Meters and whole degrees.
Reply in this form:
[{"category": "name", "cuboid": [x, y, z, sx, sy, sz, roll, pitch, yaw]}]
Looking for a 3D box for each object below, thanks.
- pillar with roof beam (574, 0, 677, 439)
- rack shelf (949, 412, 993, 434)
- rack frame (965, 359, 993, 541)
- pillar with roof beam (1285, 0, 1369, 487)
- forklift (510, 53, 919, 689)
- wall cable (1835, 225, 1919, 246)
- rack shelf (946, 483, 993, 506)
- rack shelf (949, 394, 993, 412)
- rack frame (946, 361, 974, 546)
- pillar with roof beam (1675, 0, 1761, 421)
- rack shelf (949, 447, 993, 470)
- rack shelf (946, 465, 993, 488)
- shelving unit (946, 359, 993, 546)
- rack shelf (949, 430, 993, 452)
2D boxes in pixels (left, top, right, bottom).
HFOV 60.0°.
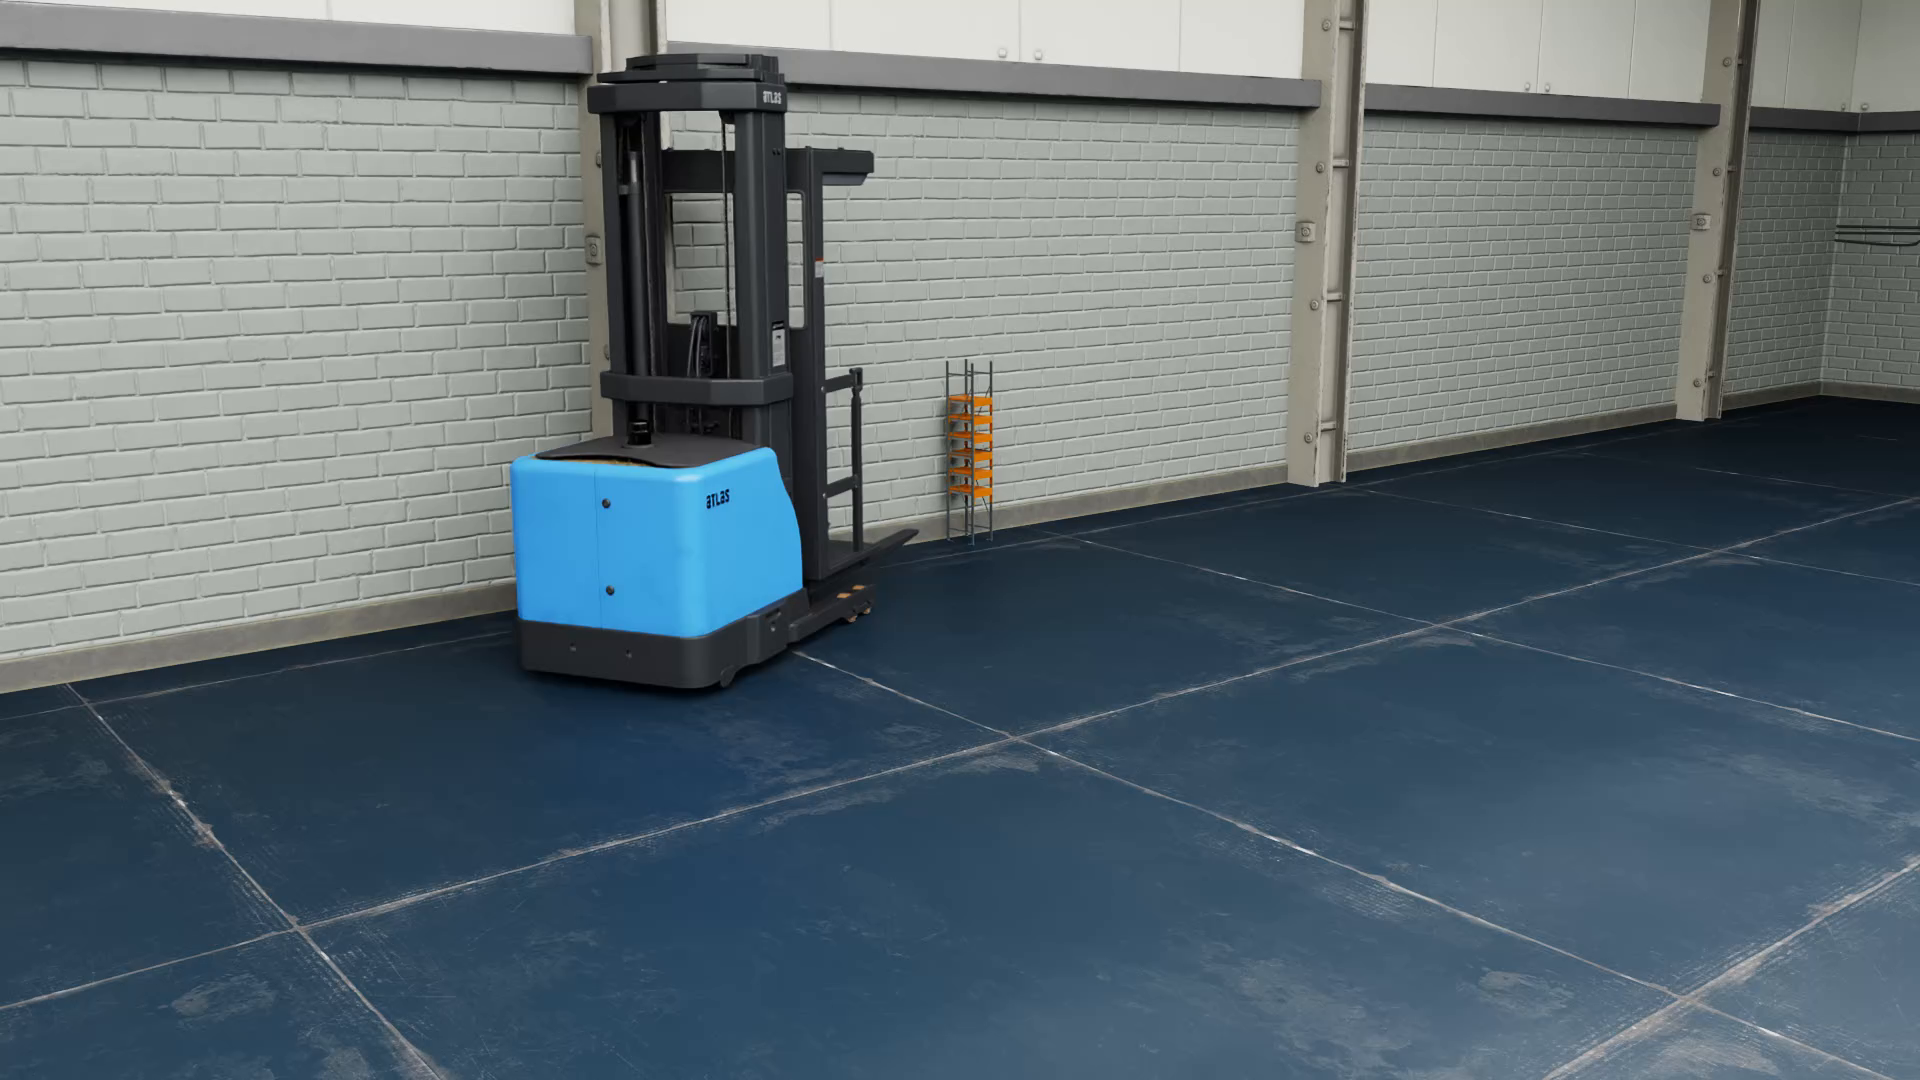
[{"category": "pillar with roof beam", "cuboid": [0.852, -3.393, 5.441, 0.400, 9.000, 9.100, -9, 15, -38]}, {"category": "rack shelf", "cuboid": [0.061, -0.772, 10.933, 0.258, 0.103, 0.180, 10, 16, 41]}, {"category": "rack frame", "cuboid": [0.124, -0.595, 11.040, 0.240, 1.200, 0.006, 10, 16, 41]}, {"category": "pillar with roof beam", "cuboid": [5.537, -4.171, 9.108, 0.400, 9.000, 9.100, -9, 15, -38]}, {"category": "forklift", "cuboid": [-1.114, -1.010, 8.829, 1.130, 2.935, 3.031, 5, 13, 21]}, {"category": "wall cable", "cuboid": [10.659, -4.297, 17.175, 0.112, 2.526, 3.097, -9, 15, -38]}, {"category": "rack shelf", "cuboid": [0.063, -0.303, 11.032, 0.258, 0.103, 0.180, 10, 16, 41]}, {"category": "rack shelf", "cuboid": [0.061, -0.890, 10.908, 0.258, 0.103, 0.180, 10, 16, 41]}, {"category": "rack frame", "cuboid": [0.000, -0.567, 10.907, 0.240, 1.200, 0.006, 10, 16, 41]}, {"category": "pillar with roof beam", "cuboid": [10.222, -4.950, 12.774, 0.400, 9.000, 9.100, -9, 15, -38]}, {"category": "rack shelf", "cuboid": [0.062, -0.538, 10.983, 0.258, 0.103, 0.180, 10, 16, 41]}, {"category": "rack shelf", "cuboid": [0.063, -0.420, 11.008, 0.258, 0.103, 0.180, 10, 16, 41]}, {"category": "shelving unit", "cuboid": [0.062, -0.581, 10.973, 0.258, 1.200, 0.189, 10, 16, 41]}, {"category": "rack shelf", "cuboid": [0.062, -0.655, 10.958, 0.258, 0.103, 0.180, 10, 16, 41]}]
